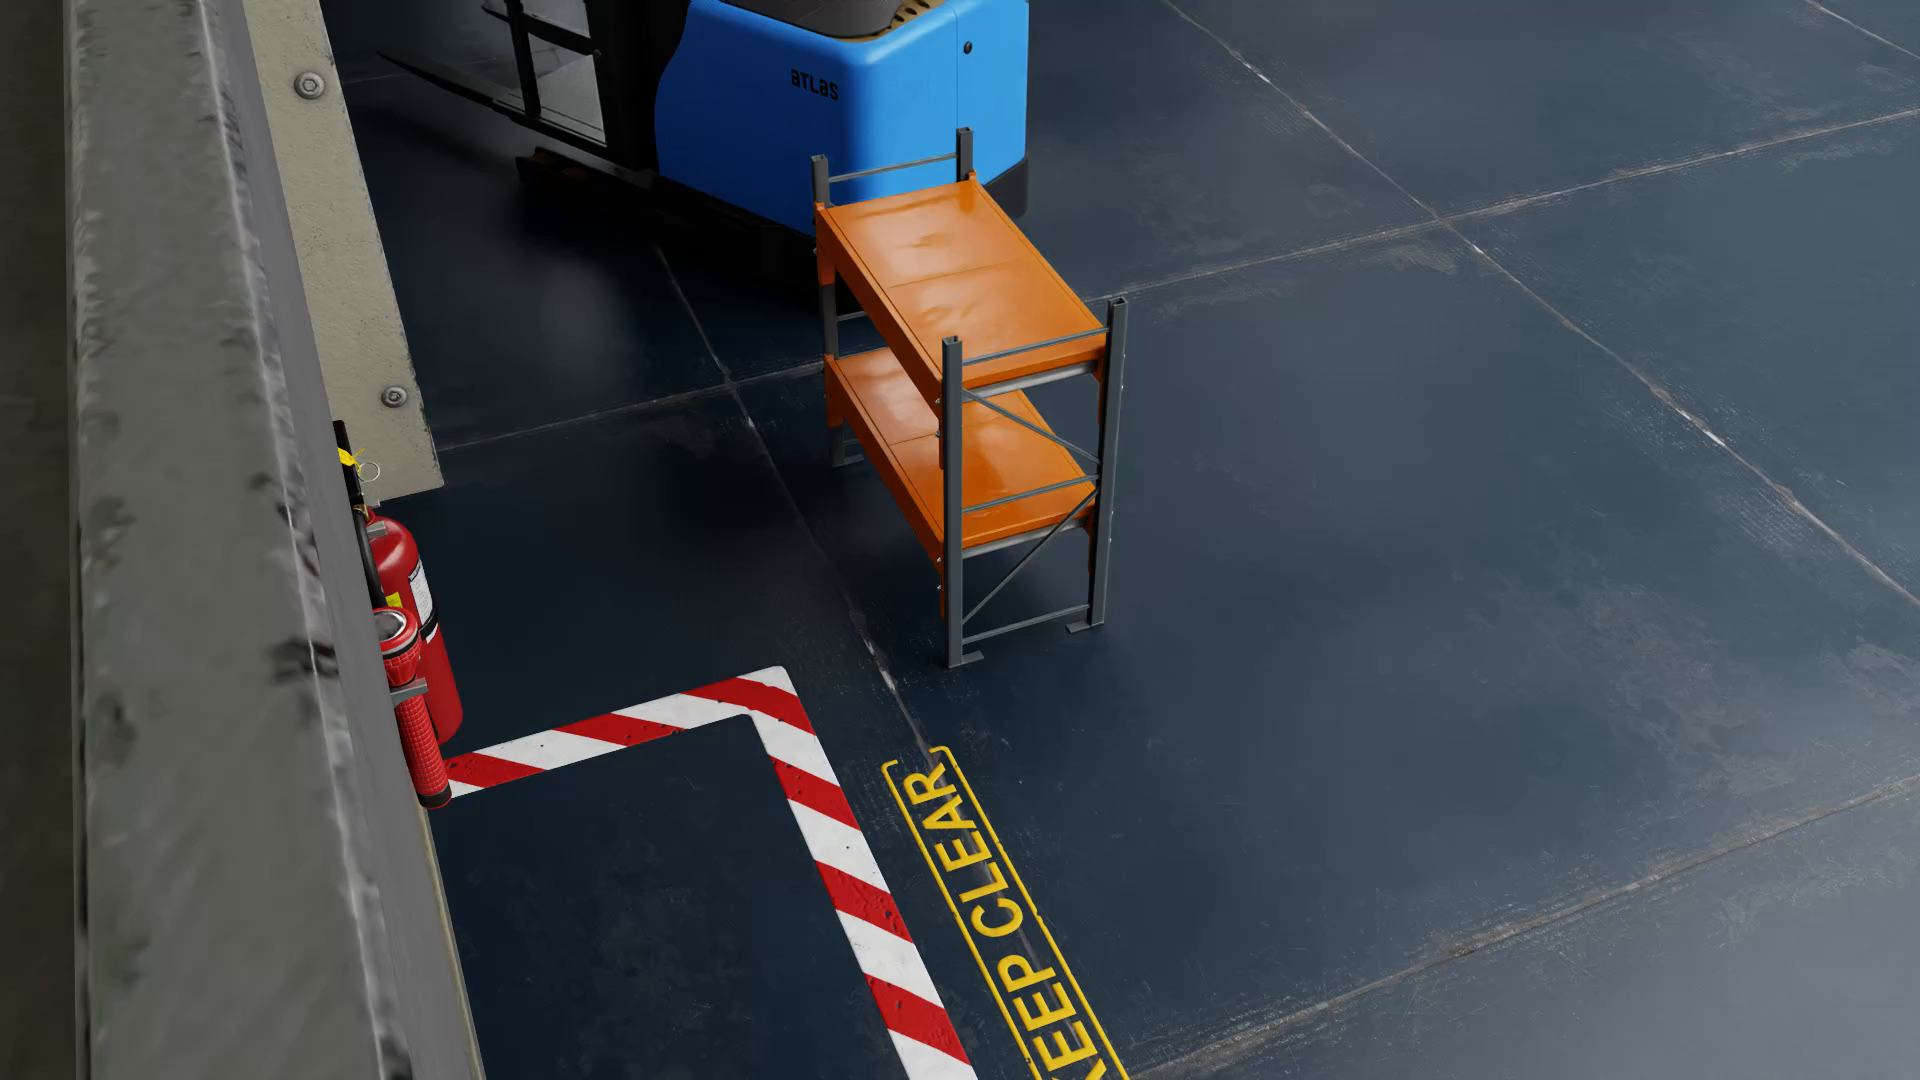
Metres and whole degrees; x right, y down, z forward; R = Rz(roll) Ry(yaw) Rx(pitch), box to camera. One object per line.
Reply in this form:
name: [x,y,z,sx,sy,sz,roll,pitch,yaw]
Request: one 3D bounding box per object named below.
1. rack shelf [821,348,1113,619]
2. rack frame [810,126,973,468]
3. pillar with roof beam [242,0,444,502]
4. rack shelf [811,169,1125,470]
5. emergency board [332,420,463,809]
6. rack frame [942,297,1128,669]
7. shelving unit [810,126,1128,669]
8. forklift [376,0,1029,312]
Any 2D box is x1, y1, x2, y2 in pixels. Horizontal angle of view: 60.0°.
rack shelf: [-0.003,-0.245,5.047,0.538,0.278,1.000,-15,43,-17]
rack frame: [-0.197,-0.737,5.244,0.500,1.125,0.032,-15,43,-17]
pillar with roof beam: [2.067,-4.745,3.866,9.100,9.000,0.400,-15,43,-17]
rack shelf: [-0.003,-0.652,4.697,0.538,0.278,1.000,-15,43,-17]
emergency board: [-1.000,0.102,2.831,0.194,1.169,0.643,-15,43,-17]
rack frame: [0.192,-0.124,4.532,0.500,1.125,0.032,-15,43,-17]
shelving unit: [-0.003,-0.431,4.888,0.538,1.125,1.048,-15,43,-17]
forklift: [-1.214,-2.726,6.172,3.031,2.935,1.130,26,47,27]
